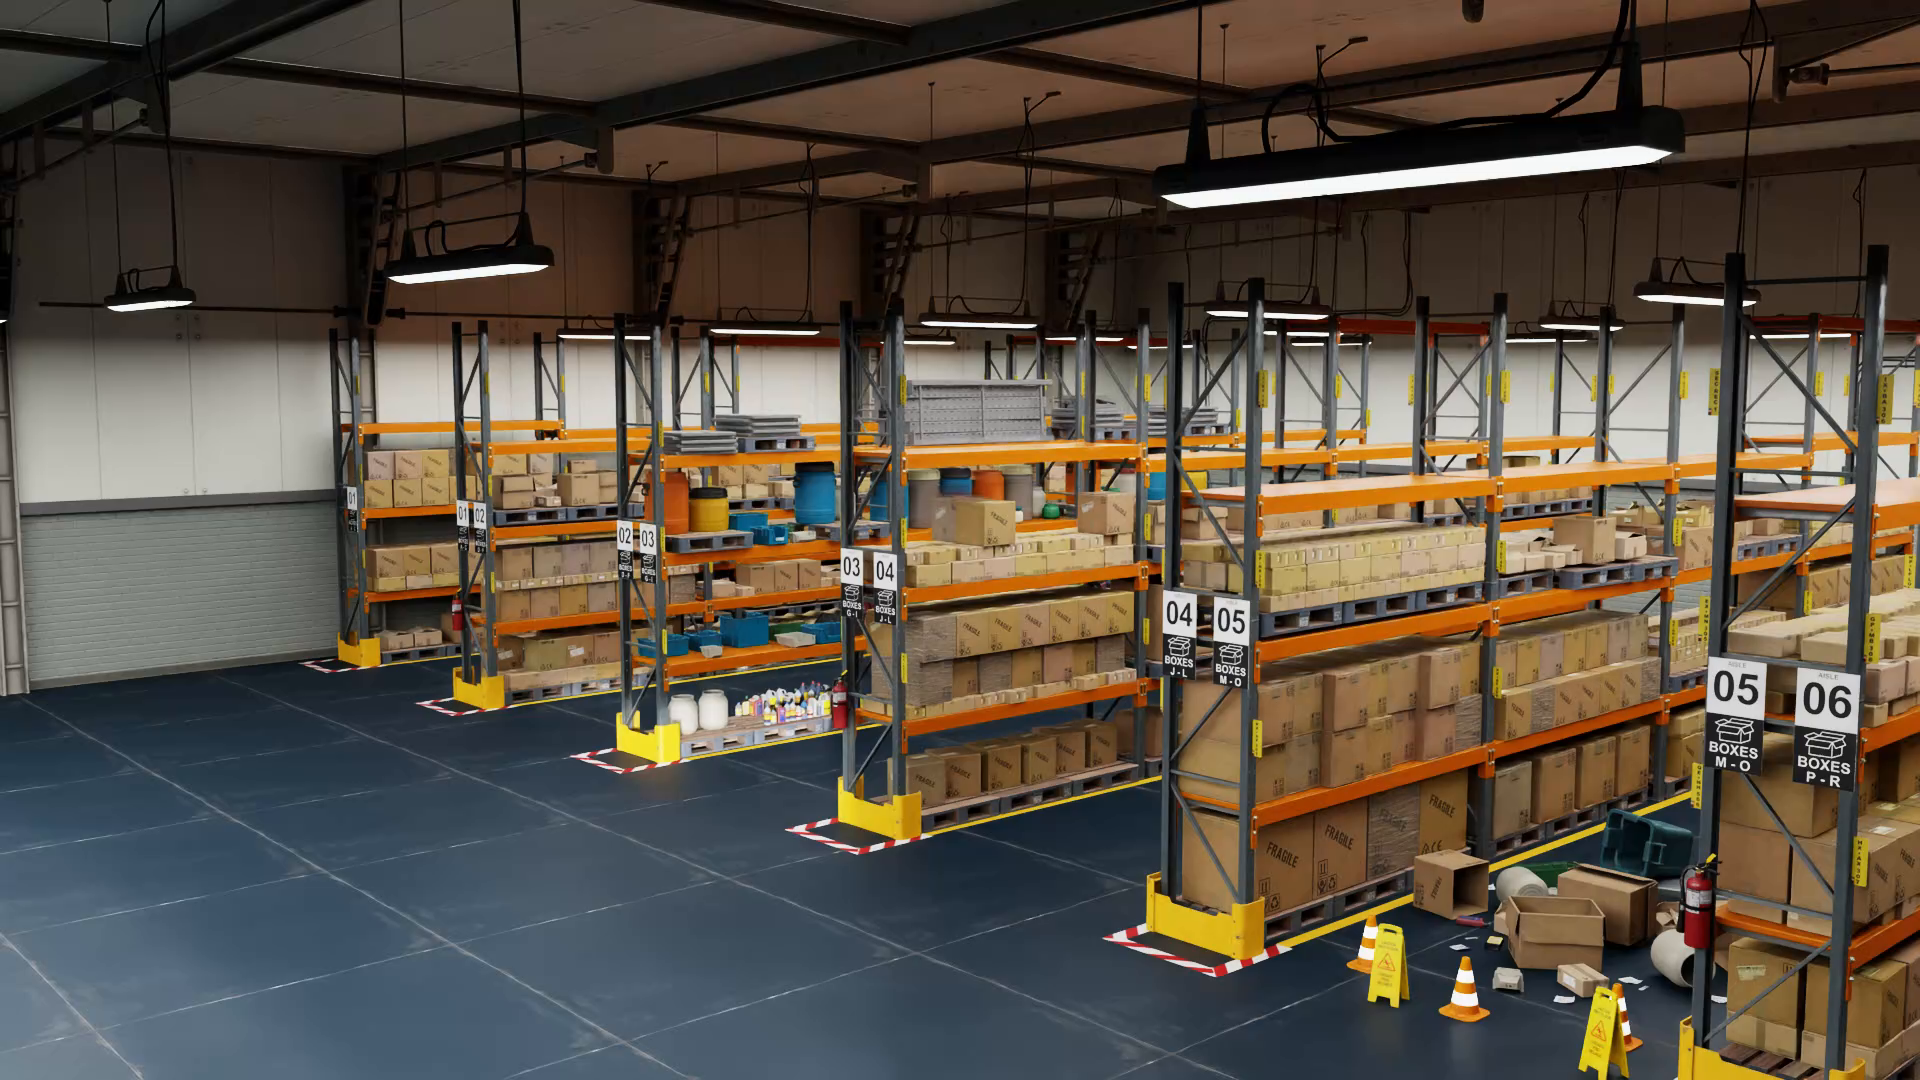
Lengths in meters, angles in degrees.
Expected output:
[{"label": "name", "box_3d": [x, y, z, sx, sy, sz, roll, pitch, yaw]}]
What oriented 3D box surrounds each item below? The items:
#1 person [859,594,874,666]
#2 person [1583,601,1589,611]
[{"label": "person", "box_3d": [-1.581, 1.510, 28.749, 0.537, 1.587, 1.047, 5, 7, 39]}, {"label": "person", "box_3d": [10.107, 1.720, 26.458, 0.644, 1.684, 0.686, -4, 7, -33]}]
